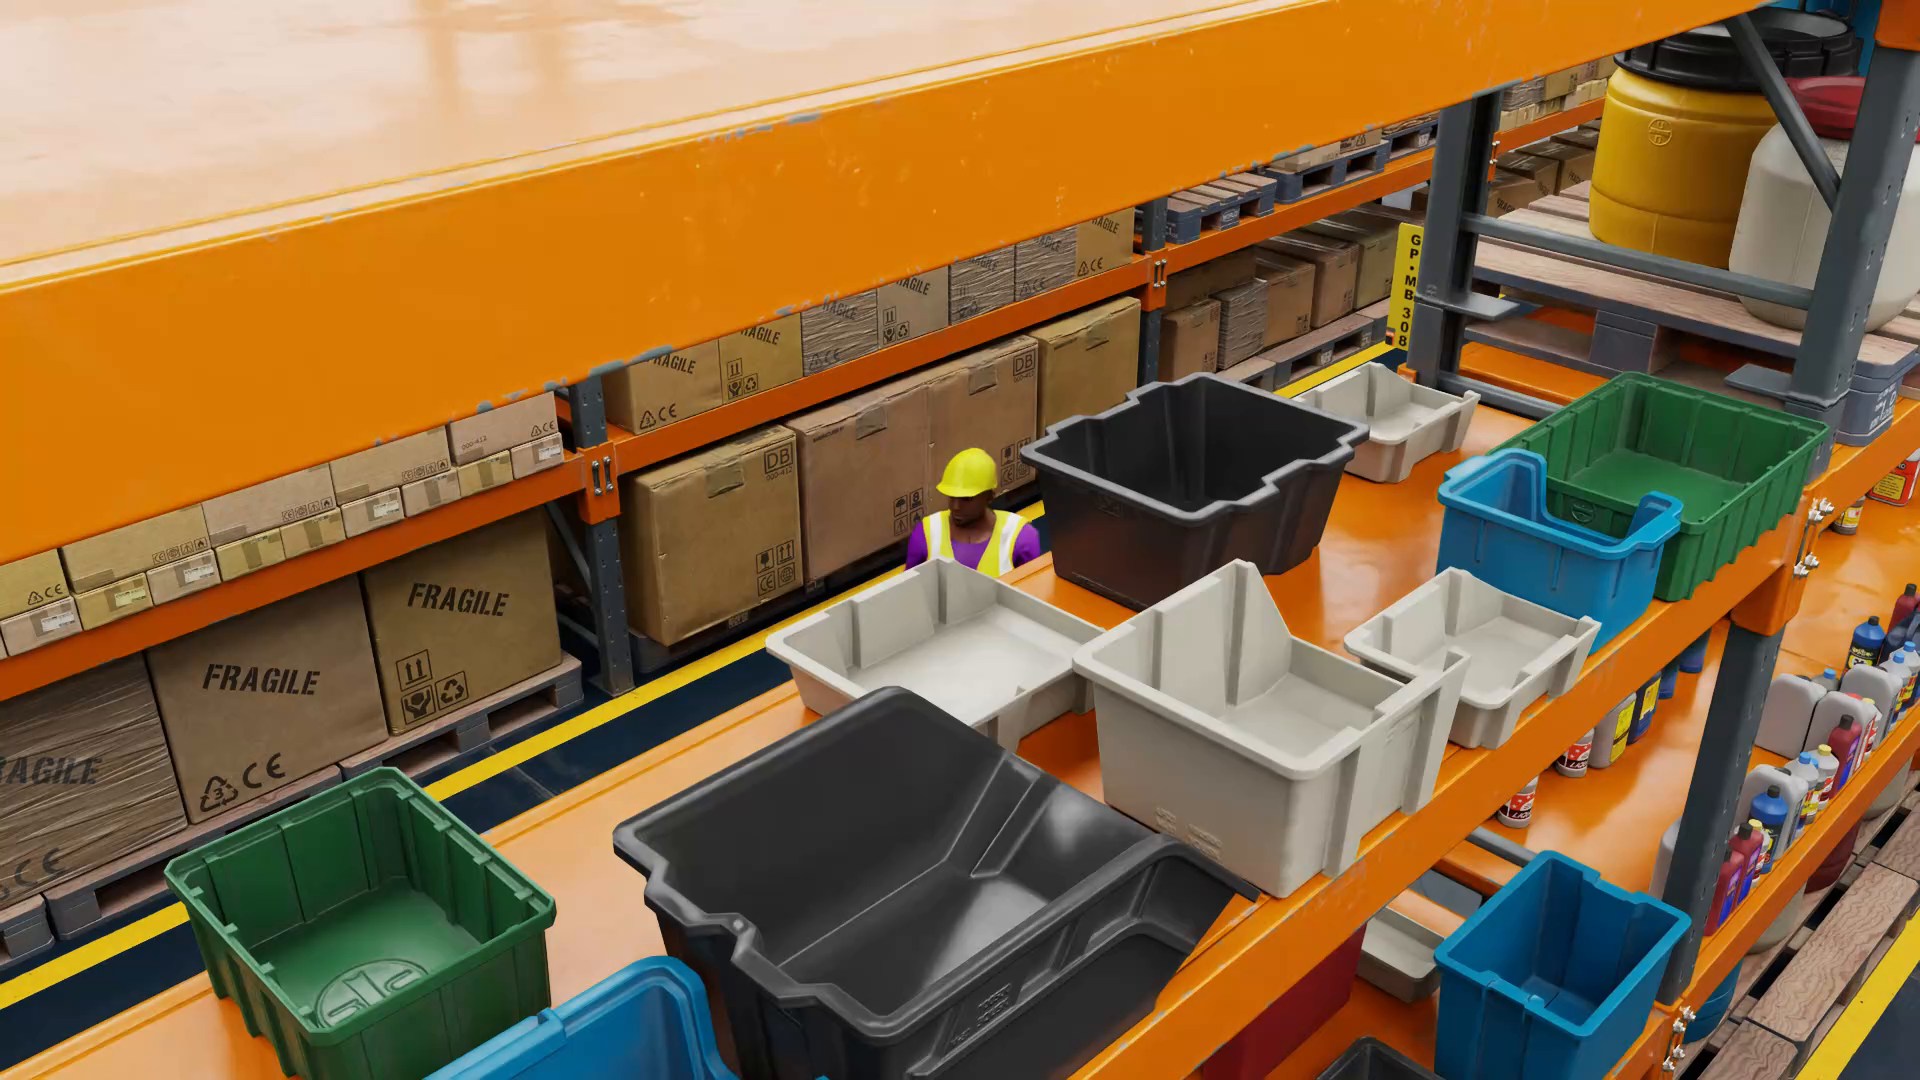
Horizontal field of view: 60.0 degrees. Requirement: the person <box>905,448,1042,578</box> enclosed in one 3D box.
[{"bbox_3d":[0.045,0.483,6.683,0.583,1.744,0.785,3,28,6],"label":"person"}]
